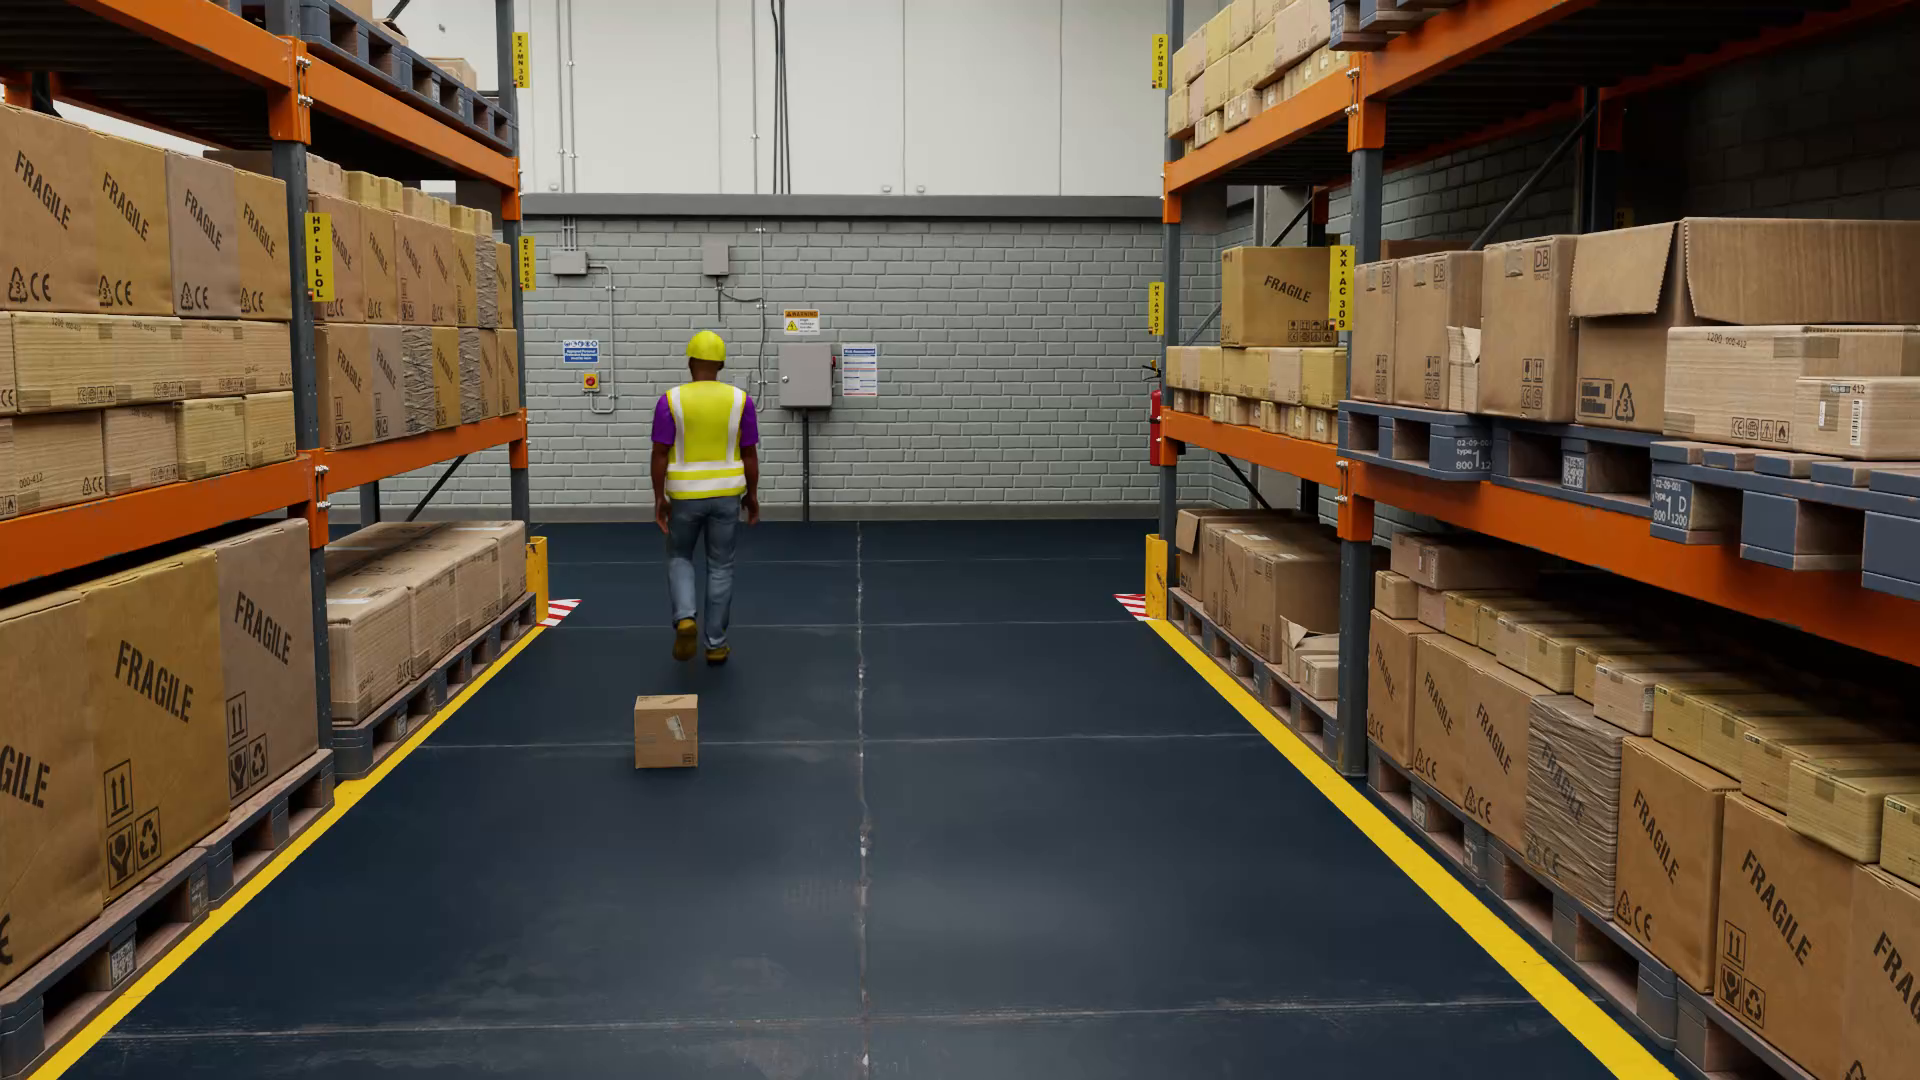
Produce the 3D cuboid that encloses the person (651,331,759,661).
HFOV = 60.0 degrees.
[{"bbox_3d":[-1.367,-0.230,8.931,0.578,1.773,0.456,-1,7,-12],"label":"person"}]
